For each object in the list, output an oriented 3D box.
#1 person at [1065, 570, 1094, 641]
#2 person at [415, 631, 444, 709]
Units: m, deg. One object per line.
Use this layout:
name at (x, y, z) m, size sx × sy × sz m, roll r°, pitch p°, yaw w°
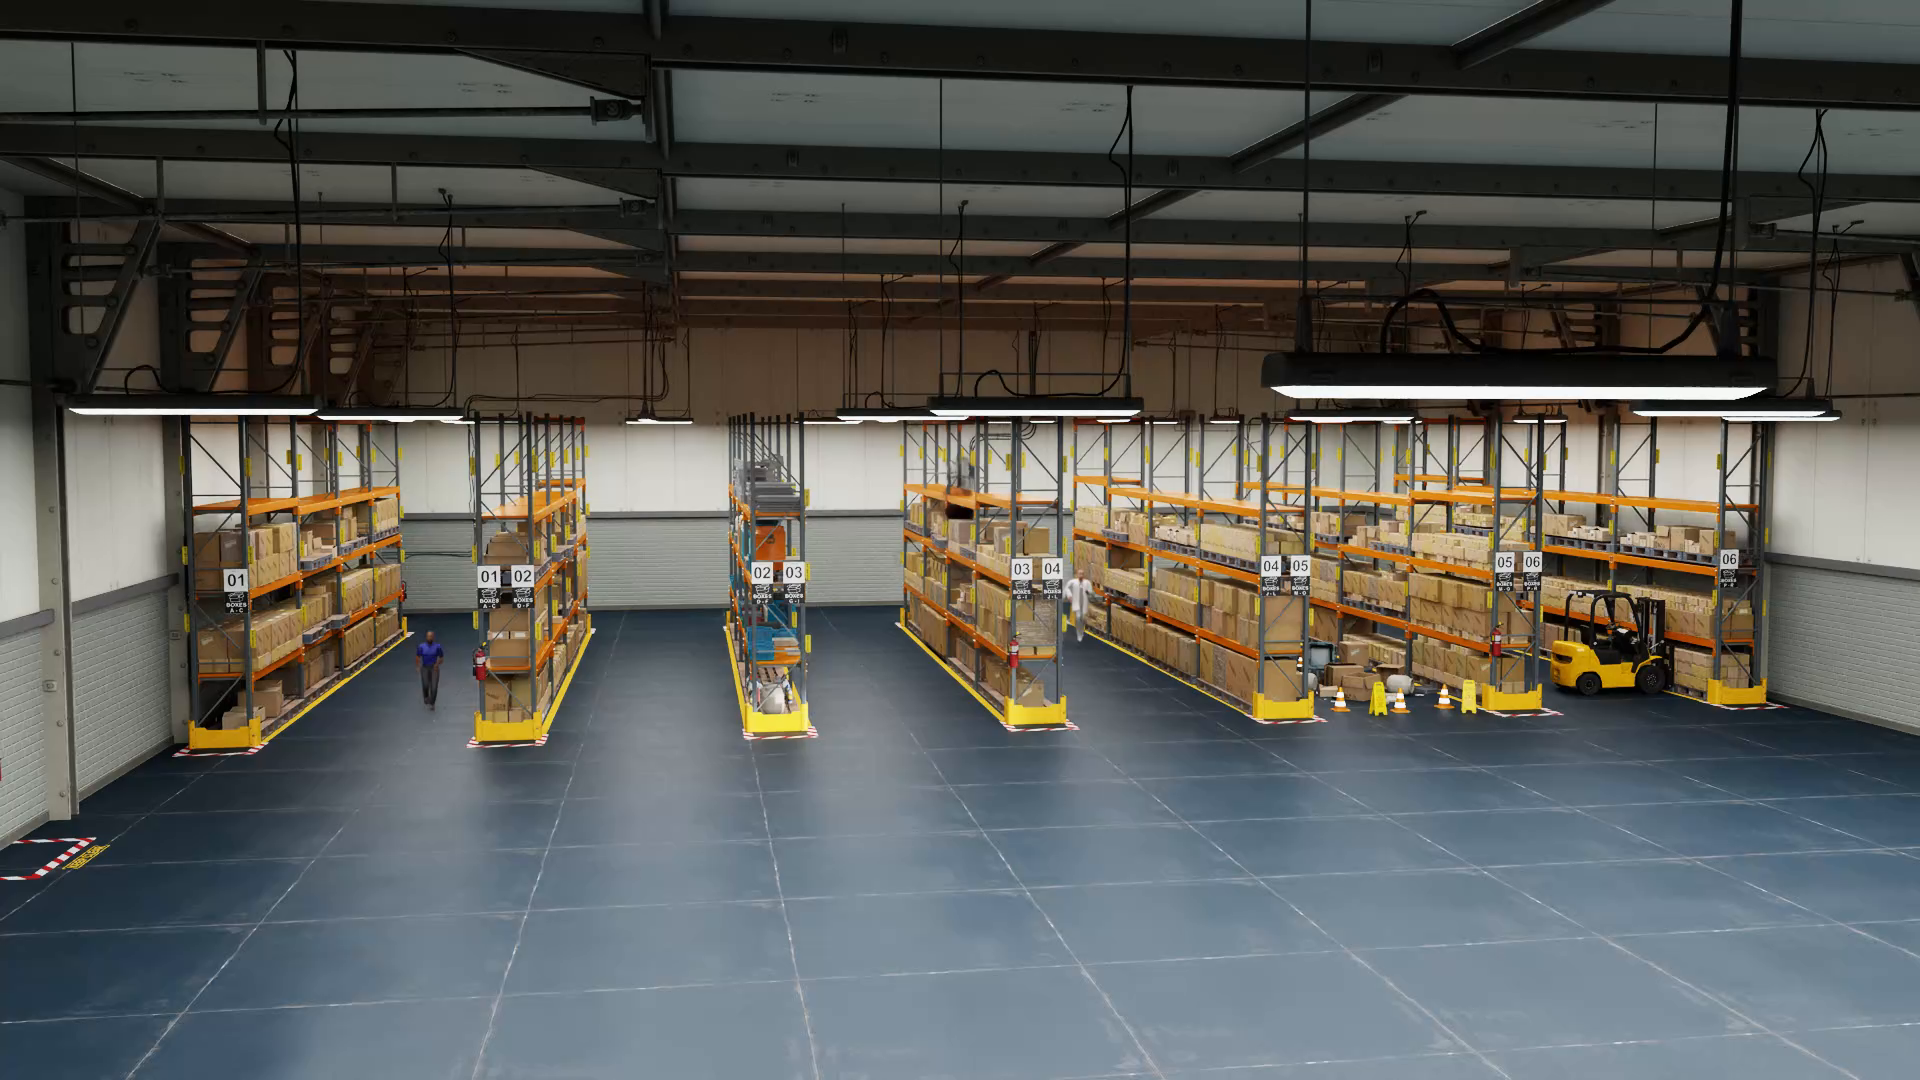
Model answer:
person at (3.108, 1.669, 43.036) m, size 0.694 × 1.814 × 0.864 m, roll -1°, pitch 4°, yaw -9°
person at (-10.708, 2.644, 33.584) m, size 0.559 × 1.593 × 0.586 m, roll -1°, pitch 4°, yaw -16°
